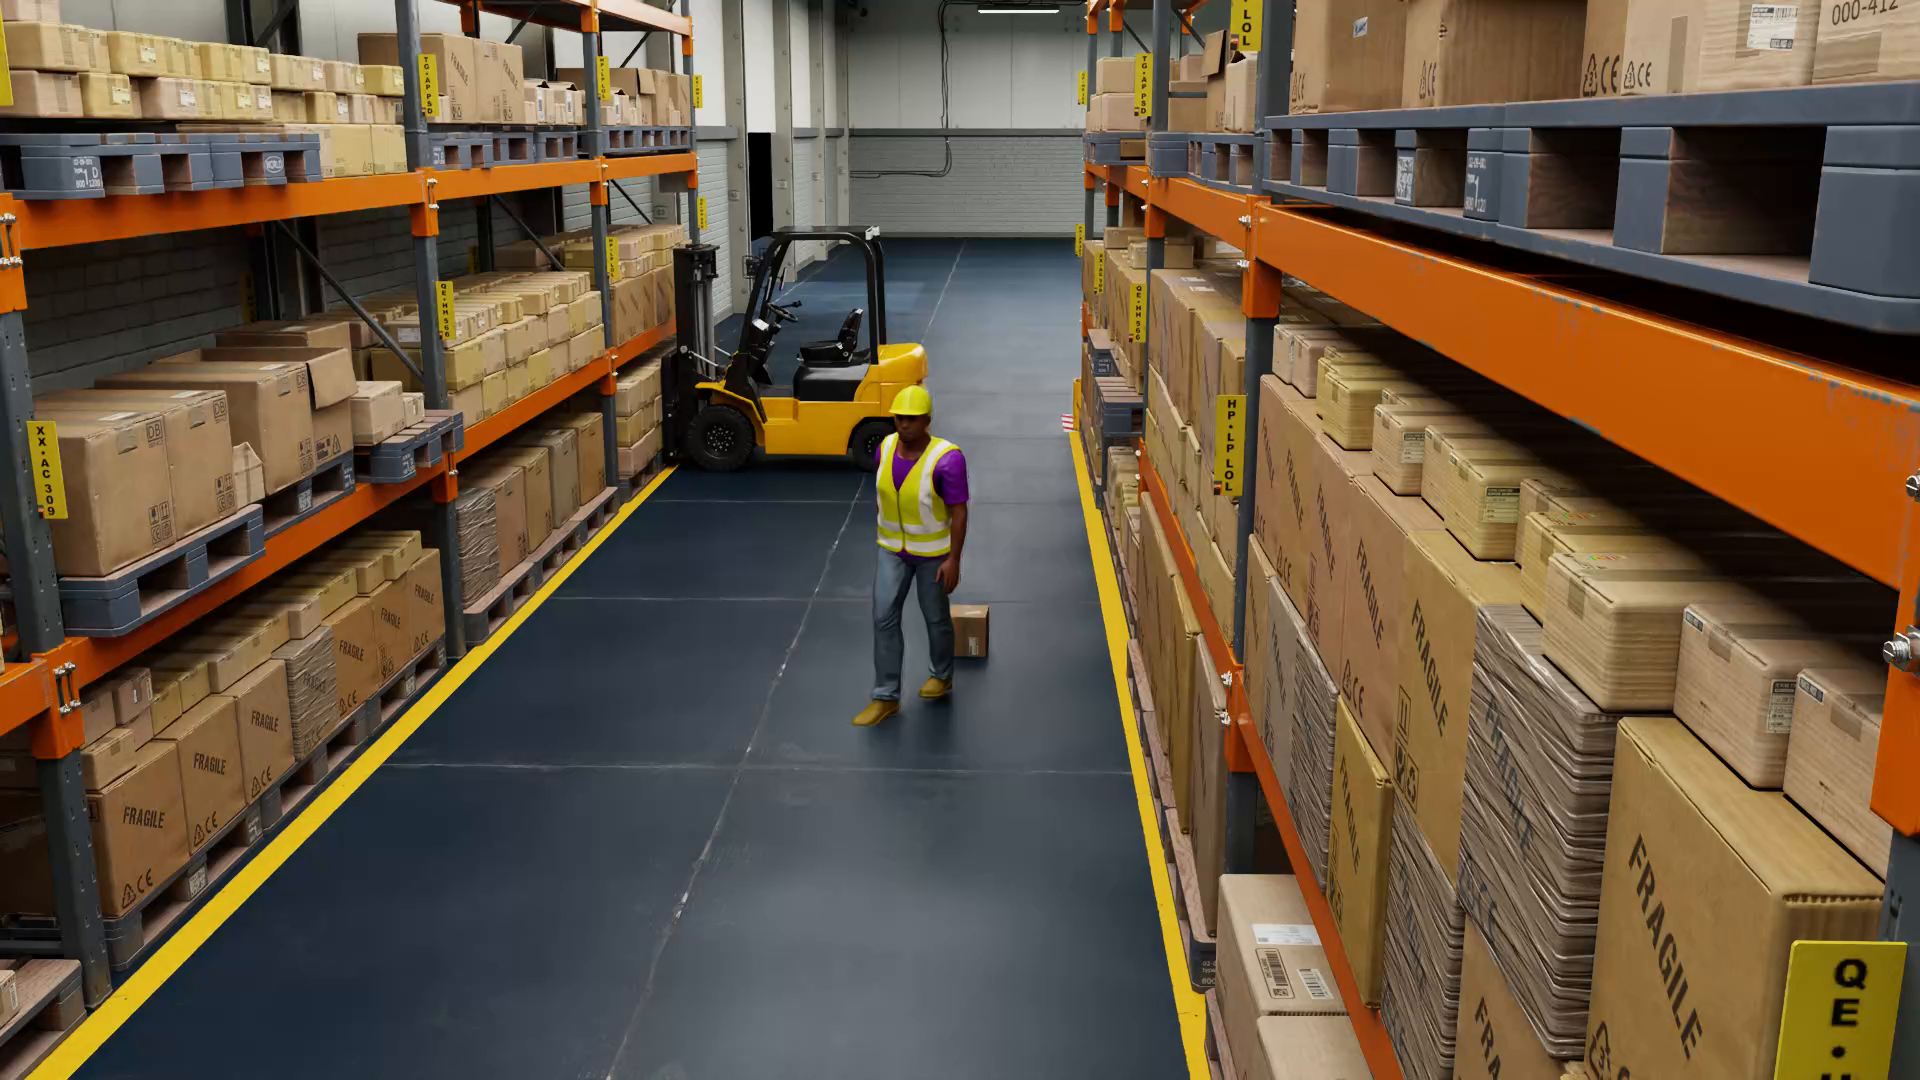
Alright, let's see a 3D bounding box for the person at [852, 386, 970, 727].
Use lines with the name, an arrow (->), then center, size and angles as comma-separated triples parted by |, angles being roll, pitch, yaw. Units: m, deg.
person -> -0.224, 0.067, 8.710 | 0.605, 1.776, 0.737 | 6, 15, 23
